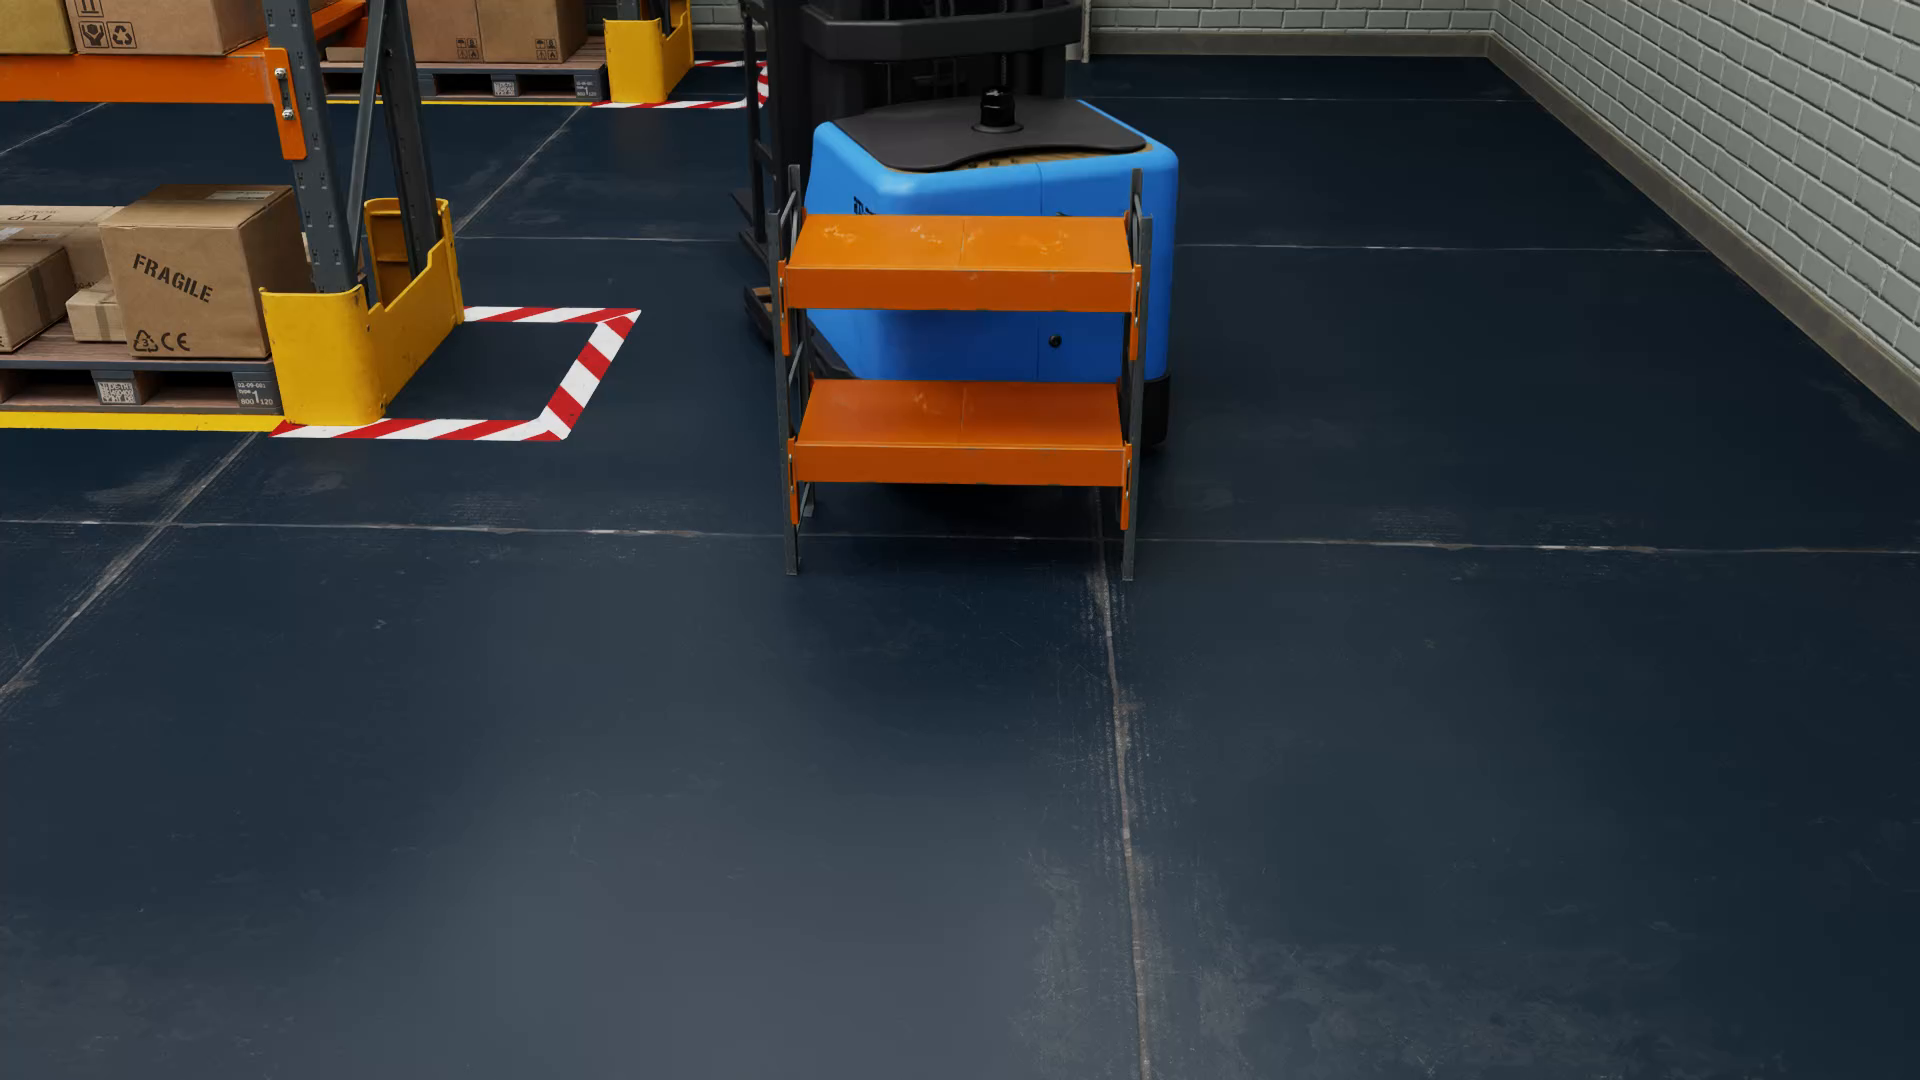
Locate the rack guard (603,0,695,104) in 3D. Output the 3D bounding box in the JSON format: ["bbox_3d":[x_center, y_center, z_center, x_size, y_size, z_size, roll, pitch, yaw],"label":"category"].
[{"bbox_3d":[-2.005,-3.226,10.801,0.348,0.500,1.175,1,28,2],"label":"rack guard"}]

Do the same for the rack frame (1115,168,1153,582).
[{"bbox_3d":[0.515,-0.488,4.970,0.032,1.125,0.500,1,28,2],"label":"rack frame"}]

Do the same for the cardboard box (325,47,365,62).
[{"bbox_3d":[-3.734,-3.392,10.668,0.500,0.500,0.700,0,28,0],"label":"cardboard box"}]

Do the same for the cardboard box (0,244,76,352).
[{"bbox_3d":[-3.700,-0.915,6.239,0.500,0.250,0.500,1,28,2],"label":"cardboard box"}]

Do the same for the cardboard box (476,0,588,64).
[{"bbox_3d":[-2.732,-3.376,10.637,0.500,0.500,0.700,1,28,2],"label":"cardboard box"}]

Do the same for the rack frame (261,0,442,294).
[{"bbox_3d":[-2.200,-2.012,5.842,0.127,3.000,1.000,1,28,2],"label":"rack frame"}]

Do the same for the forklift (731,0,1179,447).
[{"bbox_3d":[-0.256,-2.155,6.186,1.130,2.935,3.031,-10,29,-17],"label":"forklift"}]

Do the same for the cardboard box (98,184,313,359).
[{"bbox_3d":[-2.752,-0.995,6.124,0.500,0.500,0.500,1,28,2],"label":"cardboard box"}]

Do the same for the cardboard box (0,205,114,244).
[{"bbox_3d":[-3.733,-1.149,6.682,0.500,0.250,0.500,1,28,2],"label":"cardboard box"}]

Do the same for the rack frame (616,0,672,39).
[{"bbox_3d":[-2.029,-4.330,10.216,0.127,3.000,1.000,1,28,2],"label":"rack frame"}]

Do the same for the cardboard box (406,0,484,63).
[{"bbox_3d":[-3.232,-3.384,10.652,0.500,0.500,0.700,1,28,2],"label":"cardboard box"}]

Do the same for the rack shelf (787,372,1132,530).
[{"bbox_3d":[0.007,-0.281,5.101,1.000,0.278,0.538,1,28,2],"label":"rack shelf"}]

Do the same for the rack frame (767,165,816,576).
[{"bbox_3d":[-0.501,-0.505,5.002,0.032,1.125,0.500,1,28,2],"label":"rack frame"}]

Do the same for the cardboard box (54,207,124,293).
[{"bbox_3d":[-3.233,-1.141,6.666,0.500,0.250,0.500,1,28,2],"label":"cardboard box"}]

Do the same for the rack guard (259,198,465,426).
[{"bbox_3d":[-2.276,-0.908,6.430,0.348,0.500,1.175,1,28,2],"label":"rack guard"}]

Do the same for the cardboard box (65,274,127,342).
[{"bbox_3d":[-3.153,-0.897,6.294,0.250,0.166,0.380,1,28,2],"label":"cardboard box"}]

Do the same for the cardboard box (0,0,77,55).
[{"bbox_3d":[-3.176,-1.943,5.605,0.500,0.500,0.500,1,28,2],"label":"cardboard box"}]

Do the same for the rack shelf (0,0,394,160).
[{"bbox_3d":[-4.199,-1.727,6.073,4.000,0.370,1.077,1,28,2],"label":"rack shelf"}]

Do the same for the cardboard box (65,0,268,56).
[{"bbox_3d":[-2.657,-1.936,5.592,0.500,0.500,0.500,2,28,3],"label":"cardboard box"}]

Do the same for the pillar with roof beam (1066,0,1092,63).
[{"bbox_3d":[0.548,-5.326,5.689,0.400,9.000,9.100,1,28,2],"label":"pillar with roof beam"}]

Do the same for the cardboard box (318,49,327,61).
[{"bbox_3d":[-4.268,-3.398,10.678,0.500,0.500,0.700,2,28,3],"label":"cardboard box"}]

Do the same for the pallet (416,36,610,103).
[{"bbox_3d":[-2.831,-3.075,10.825,1.213,0.211,1.003,1,28,2],"label":"pallet"}]

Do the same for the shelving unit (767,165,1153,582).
[{"bbox_3d":[0.007,-0.497,4.986,1.048,1.125,0.538,1,28,2],"label":"shelving unit"}]

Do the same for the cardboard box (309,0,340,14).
[{"bbox_3d":[-2.634,-2.187,6.065,0.500,0.500,0.500,2,28,3],"label":"cardboard box"}]

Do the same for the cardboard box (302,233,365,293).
[{"bbox_3d":[-2.606,-1.114,6.723,0.250,0.149,0.380,1,28,2],"label":"cardboard box"}]

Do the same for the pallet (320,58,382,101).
[{"bbox_3d":[-4.047,-3.096,10.866,1.213,0.211,1.003,1,28,2],"label":"pallet"}]

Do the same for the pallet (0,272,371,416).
[{"bbox_3d":[-3.072,-0.793,6.522,1.213,0.211,1.003,1,28,2],"label":"pallet"}]

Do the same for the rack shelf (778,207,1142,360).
[{"bbox_3d":[0.007,-0.755,4.849,1.000,0.278,0.538,1,28,2],"label":"rack shelf"}]
